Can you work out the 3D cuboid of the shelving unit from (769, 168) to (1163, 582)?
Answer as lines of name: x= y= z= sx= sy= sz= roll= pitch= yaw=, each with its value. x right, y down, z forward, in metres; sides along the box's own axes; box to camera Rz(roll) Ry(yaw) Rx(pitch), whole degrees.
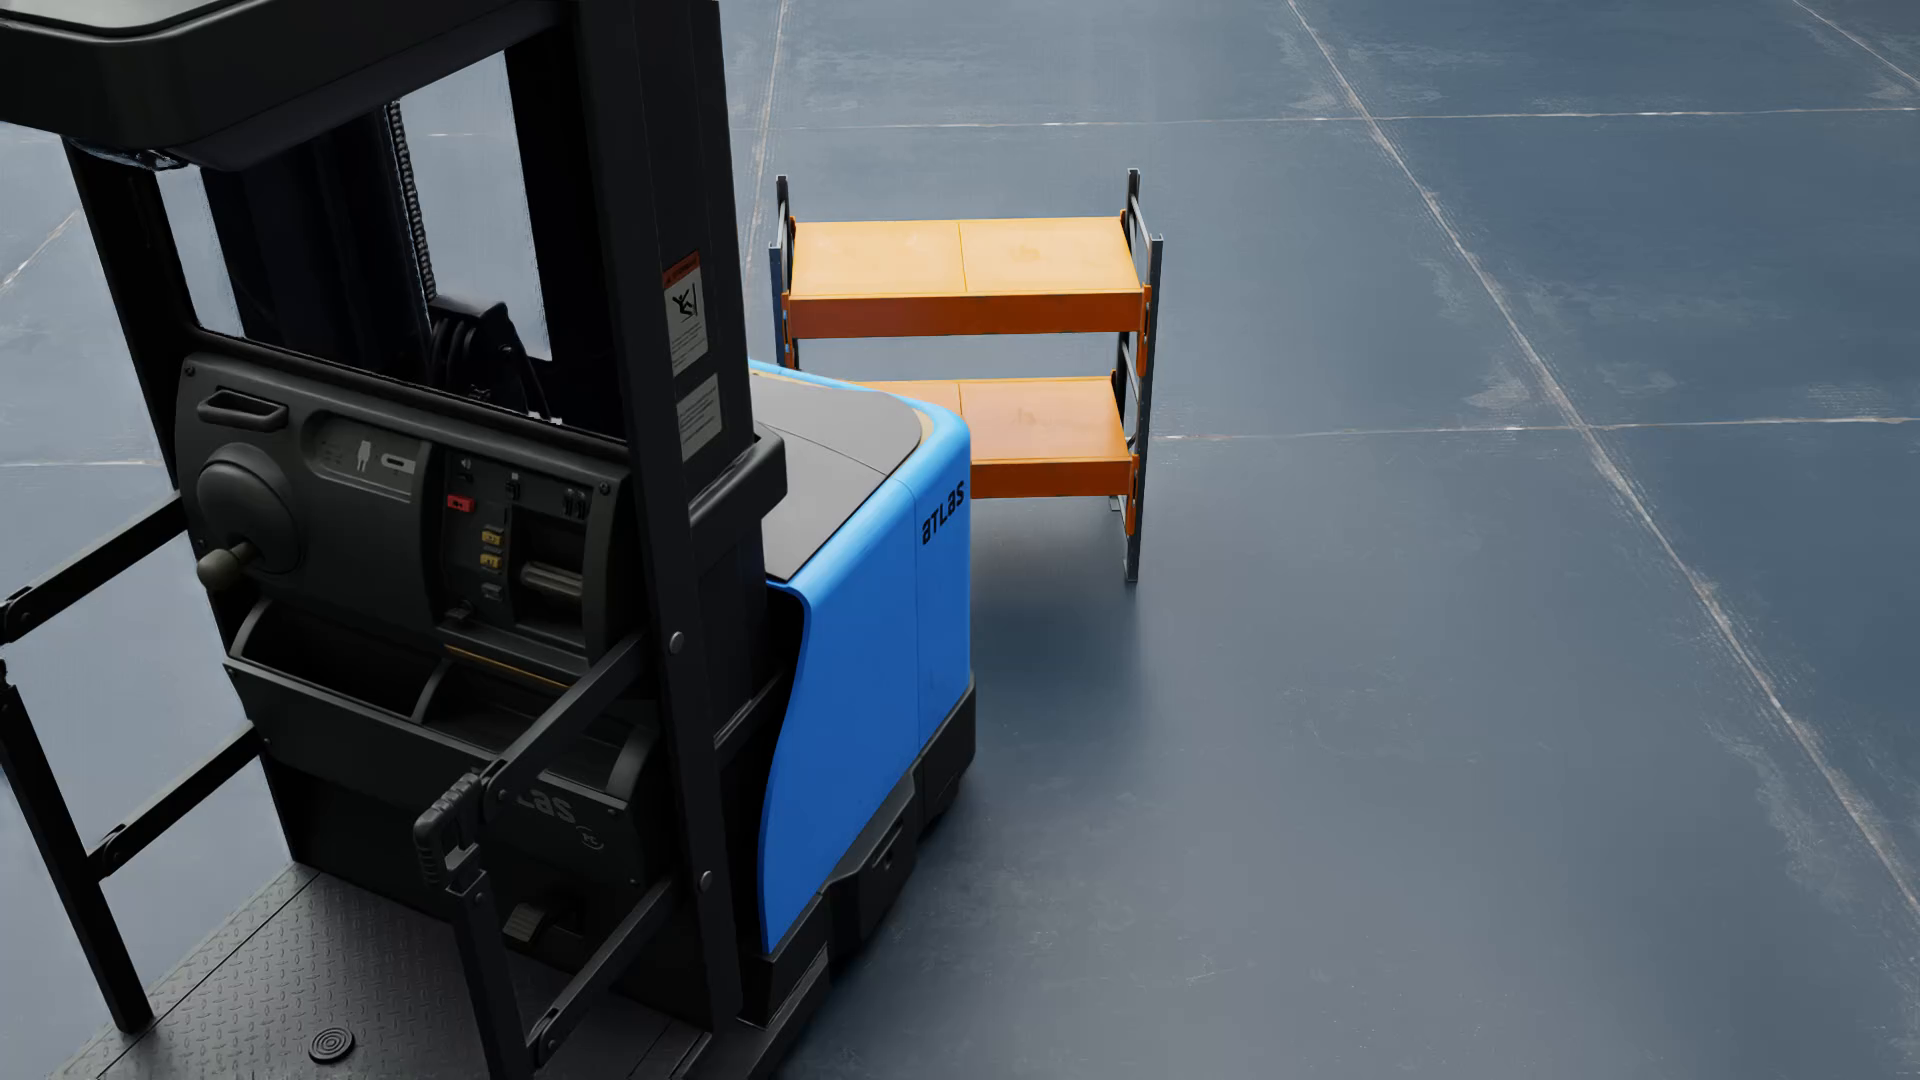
shelving unit: x=0.007 y=-0.463 z=4.930 sx=1.048 sy=1.125 sz=0.538 roll=-2 pitch=35 yaw=-2

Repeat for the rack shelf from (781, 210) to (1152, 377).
rack shelf: x=0.007 y=-0.703 z=4.764 sx=1.000 sy=0.278 sz=0.538 roll=-2 pitch=35 yaw=-2

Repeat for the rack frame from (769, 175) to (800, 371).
rack frame: x=-0.501 y=-0.449 z=4.910 sx=0.032 sy=1.125 sz=0.500 roll=-2 pitch=35 yaw=-2

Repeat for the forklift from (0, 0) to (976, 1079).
forklift: x=-1.053 y=0.020 z=2.645 sx=1.130 sy=2.935 sz=3.031 roll=15 pitch=38 yaw=21

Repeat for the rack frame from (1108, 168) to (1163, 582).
rack frame: x=0.515 y=-0.476 z=4.950 sx=0.032 sy=1.125 sz=0.500 roll=-2 pitch=35 yaw=-2

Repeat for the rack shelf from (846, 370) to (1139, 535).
rack shelf: x=0.007 y=-0.262 z=5.069 sx=1.000 sy=0.278 sz=0.538 roll=-2 pitch=35 yaw=-2
